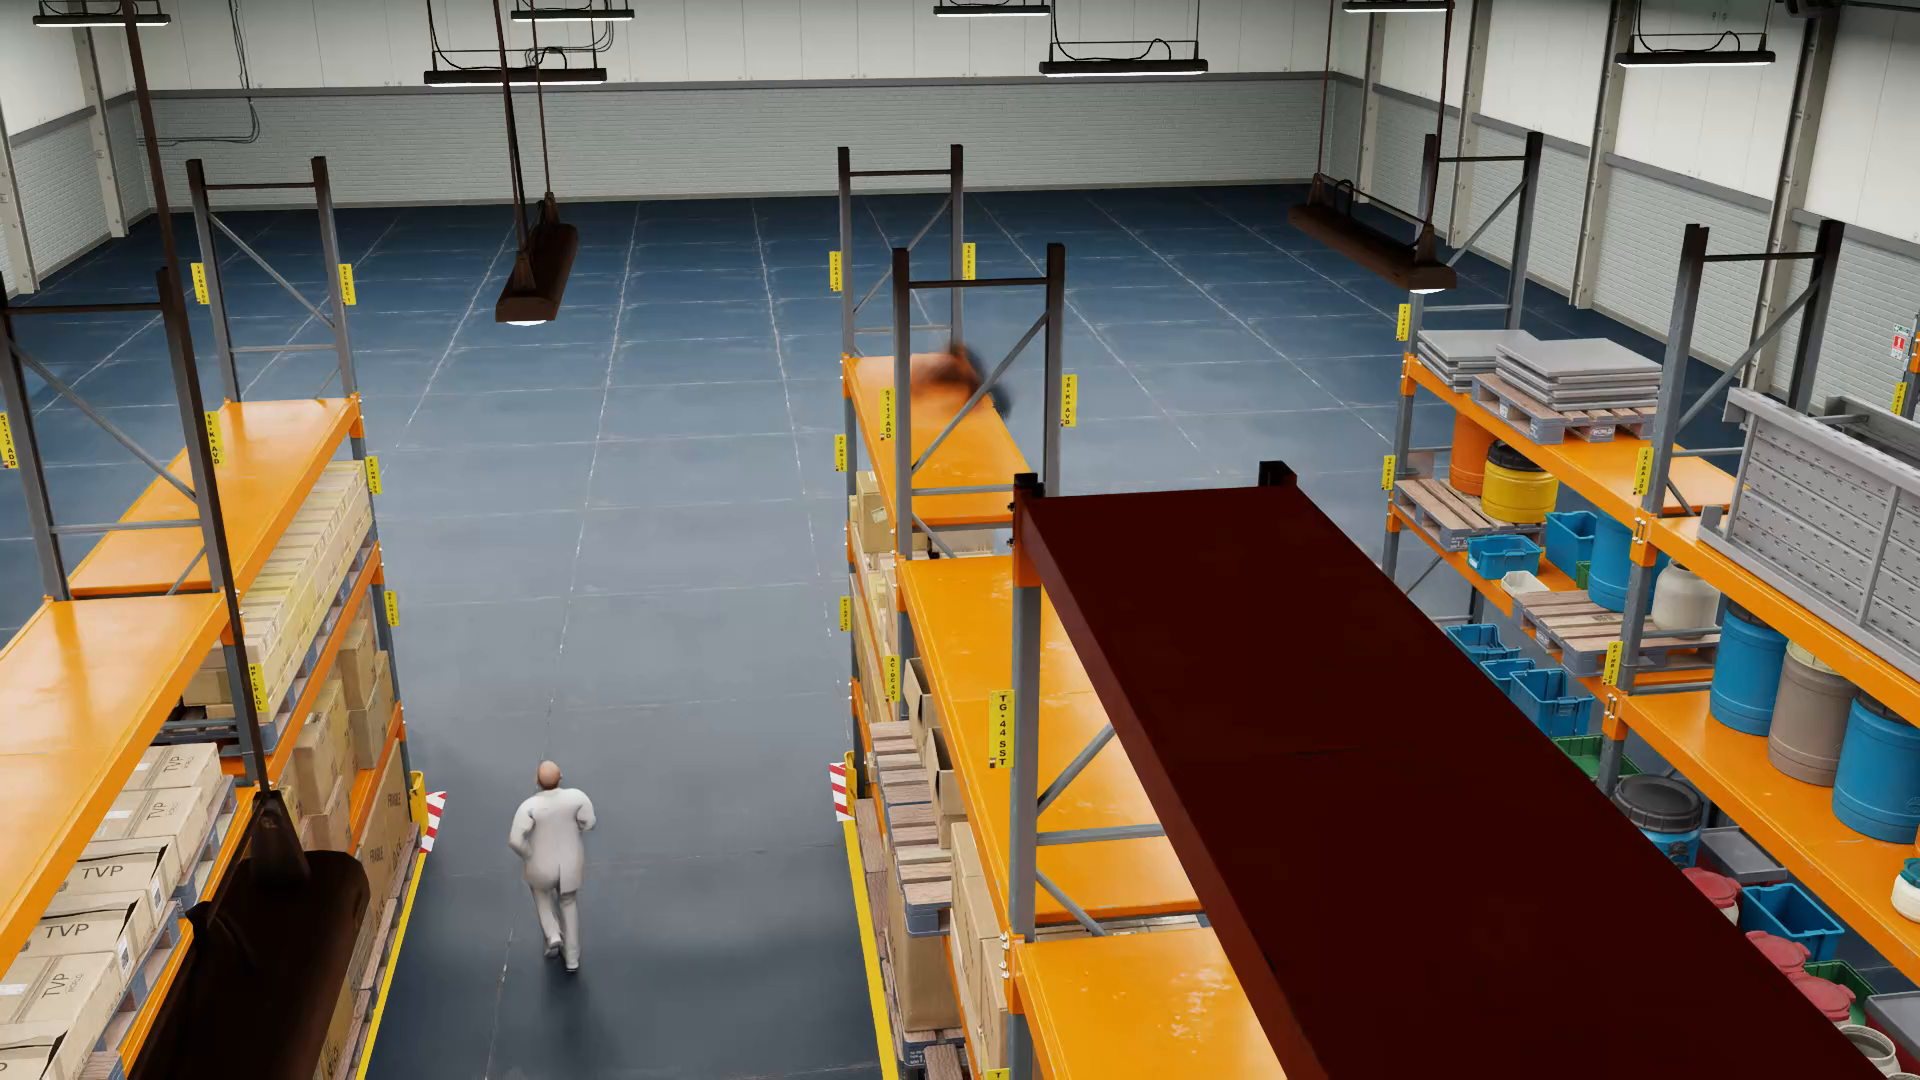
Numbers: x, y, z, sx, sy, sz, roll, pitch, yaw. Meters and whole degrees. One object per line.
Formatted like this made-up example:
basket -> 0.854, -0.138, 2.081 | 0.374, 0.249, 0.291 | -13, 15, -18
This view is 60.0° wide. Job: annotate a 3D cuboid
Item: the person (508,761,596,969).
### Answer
person -> -3.186, 2.476, 13.009 | 0.693, 1.768, 0.666 | -9, 23, -21
